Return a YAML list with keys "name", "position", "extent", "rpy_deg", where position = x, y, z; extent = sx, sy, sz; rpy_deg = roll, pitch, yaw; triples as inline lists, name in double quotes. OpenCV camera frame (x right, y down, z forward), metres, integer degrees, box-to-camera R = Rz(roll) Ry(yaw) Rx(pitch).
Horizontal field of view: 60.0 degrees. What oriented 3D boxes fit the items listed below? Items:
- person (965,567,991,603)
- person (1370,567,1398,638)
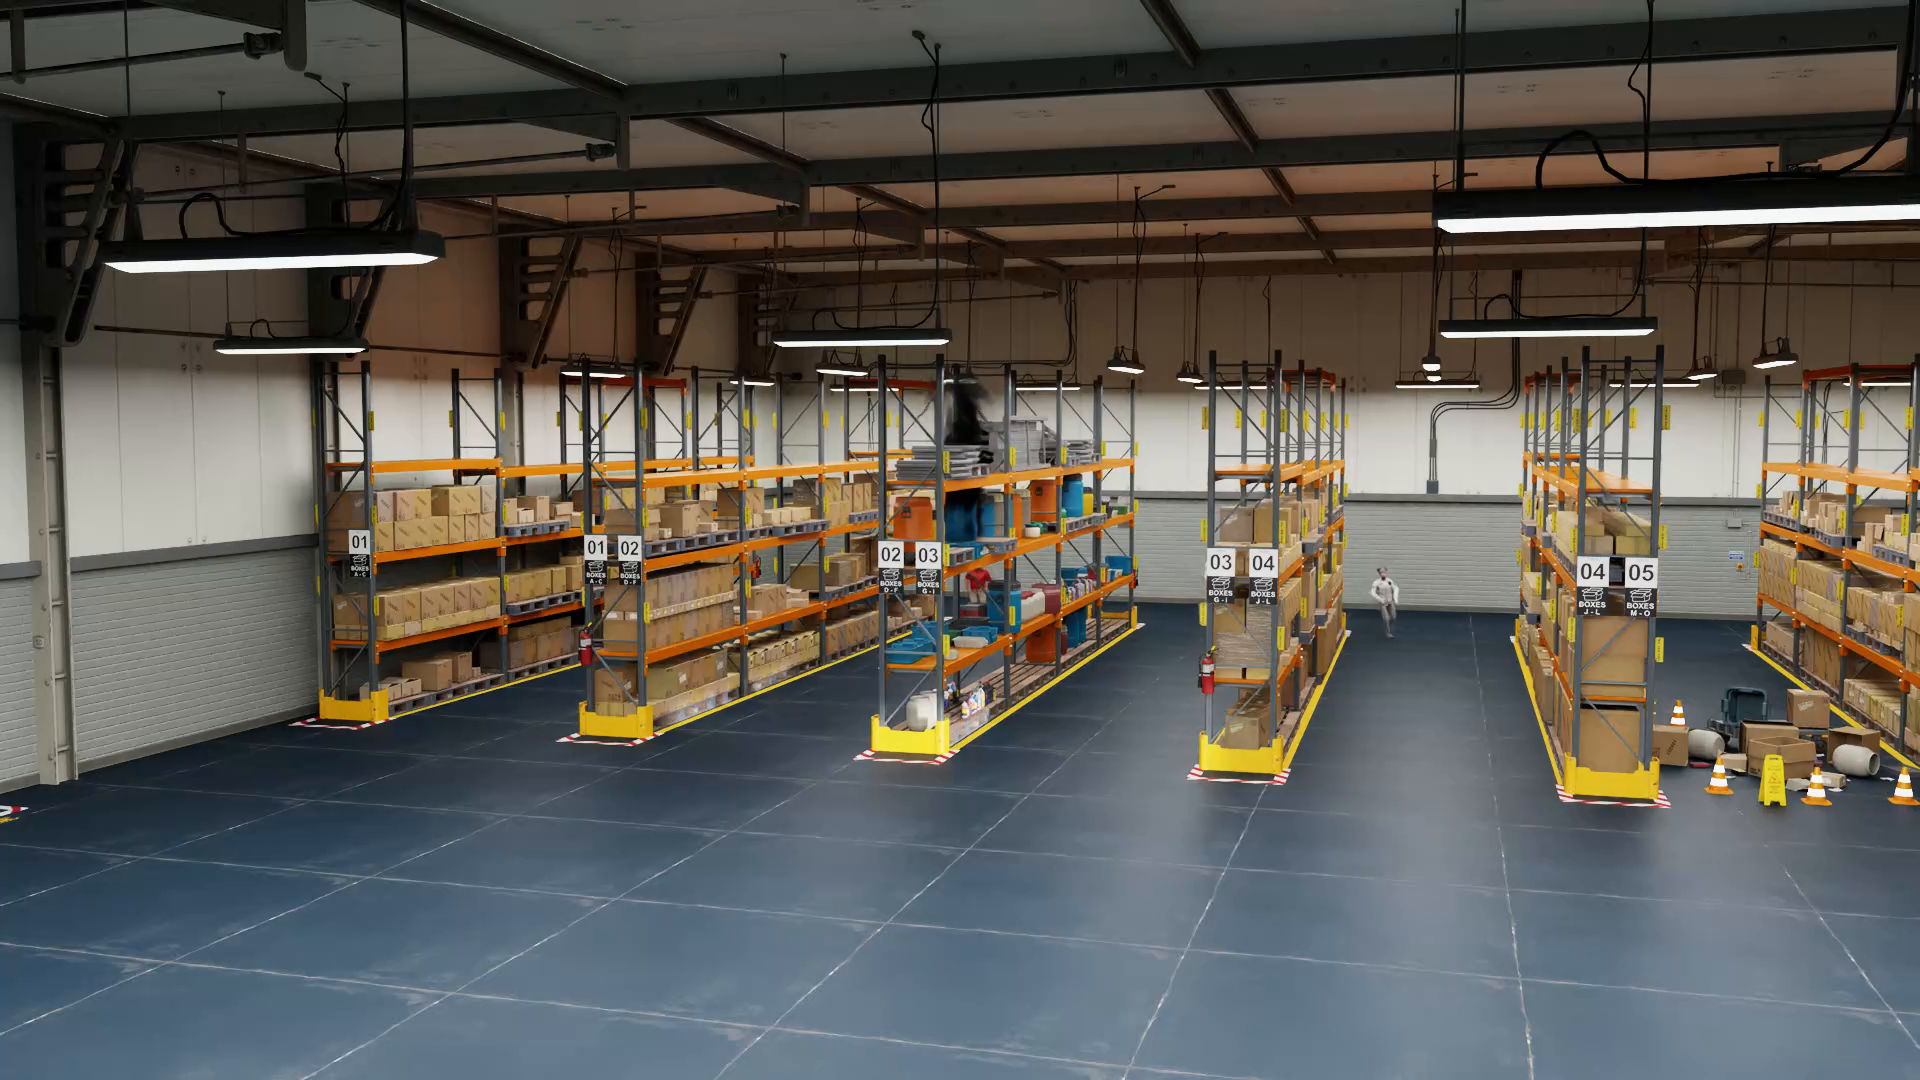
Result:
- name: "person"
  position: [0.423, 1.337, 40.068]
  extent: [0.651, 1.603, 0.672]
  rpy_deg: [0, 4, 5]
- name: "person"
  position: [9.836, 1.434, 38.507]
  extent: [0.668, 1.639, 0.479]
  rpy_deg: [0, 4, 2]
